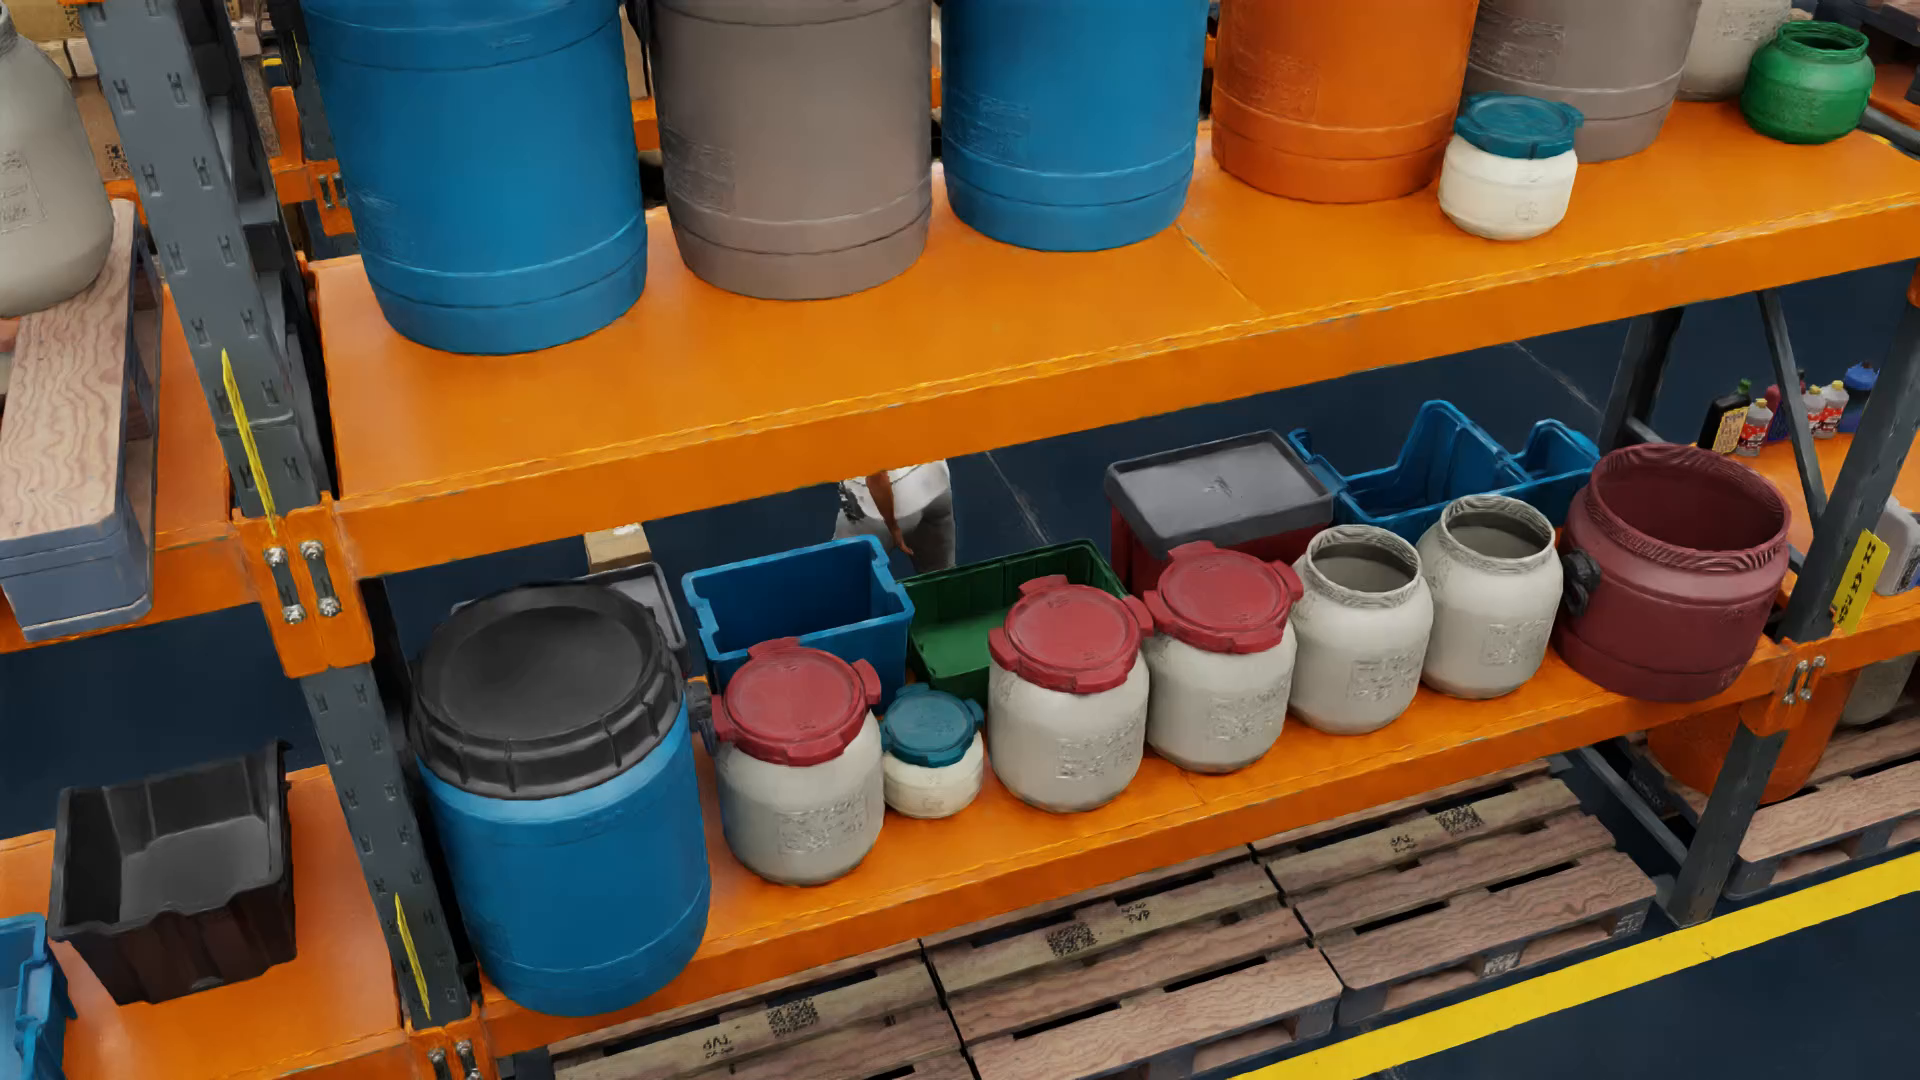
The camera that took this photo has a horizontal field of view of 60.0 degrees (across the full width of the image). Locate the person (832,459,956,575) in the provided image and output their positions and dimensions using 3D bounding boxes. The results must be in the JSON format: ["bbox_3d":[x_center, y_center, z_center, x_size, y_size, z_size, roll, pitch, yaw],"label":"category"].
[{"bbox_3d":[-0.304,-0.189,6.387,0.958,1.623,0.468,27,45,30],"label":"person"}]
